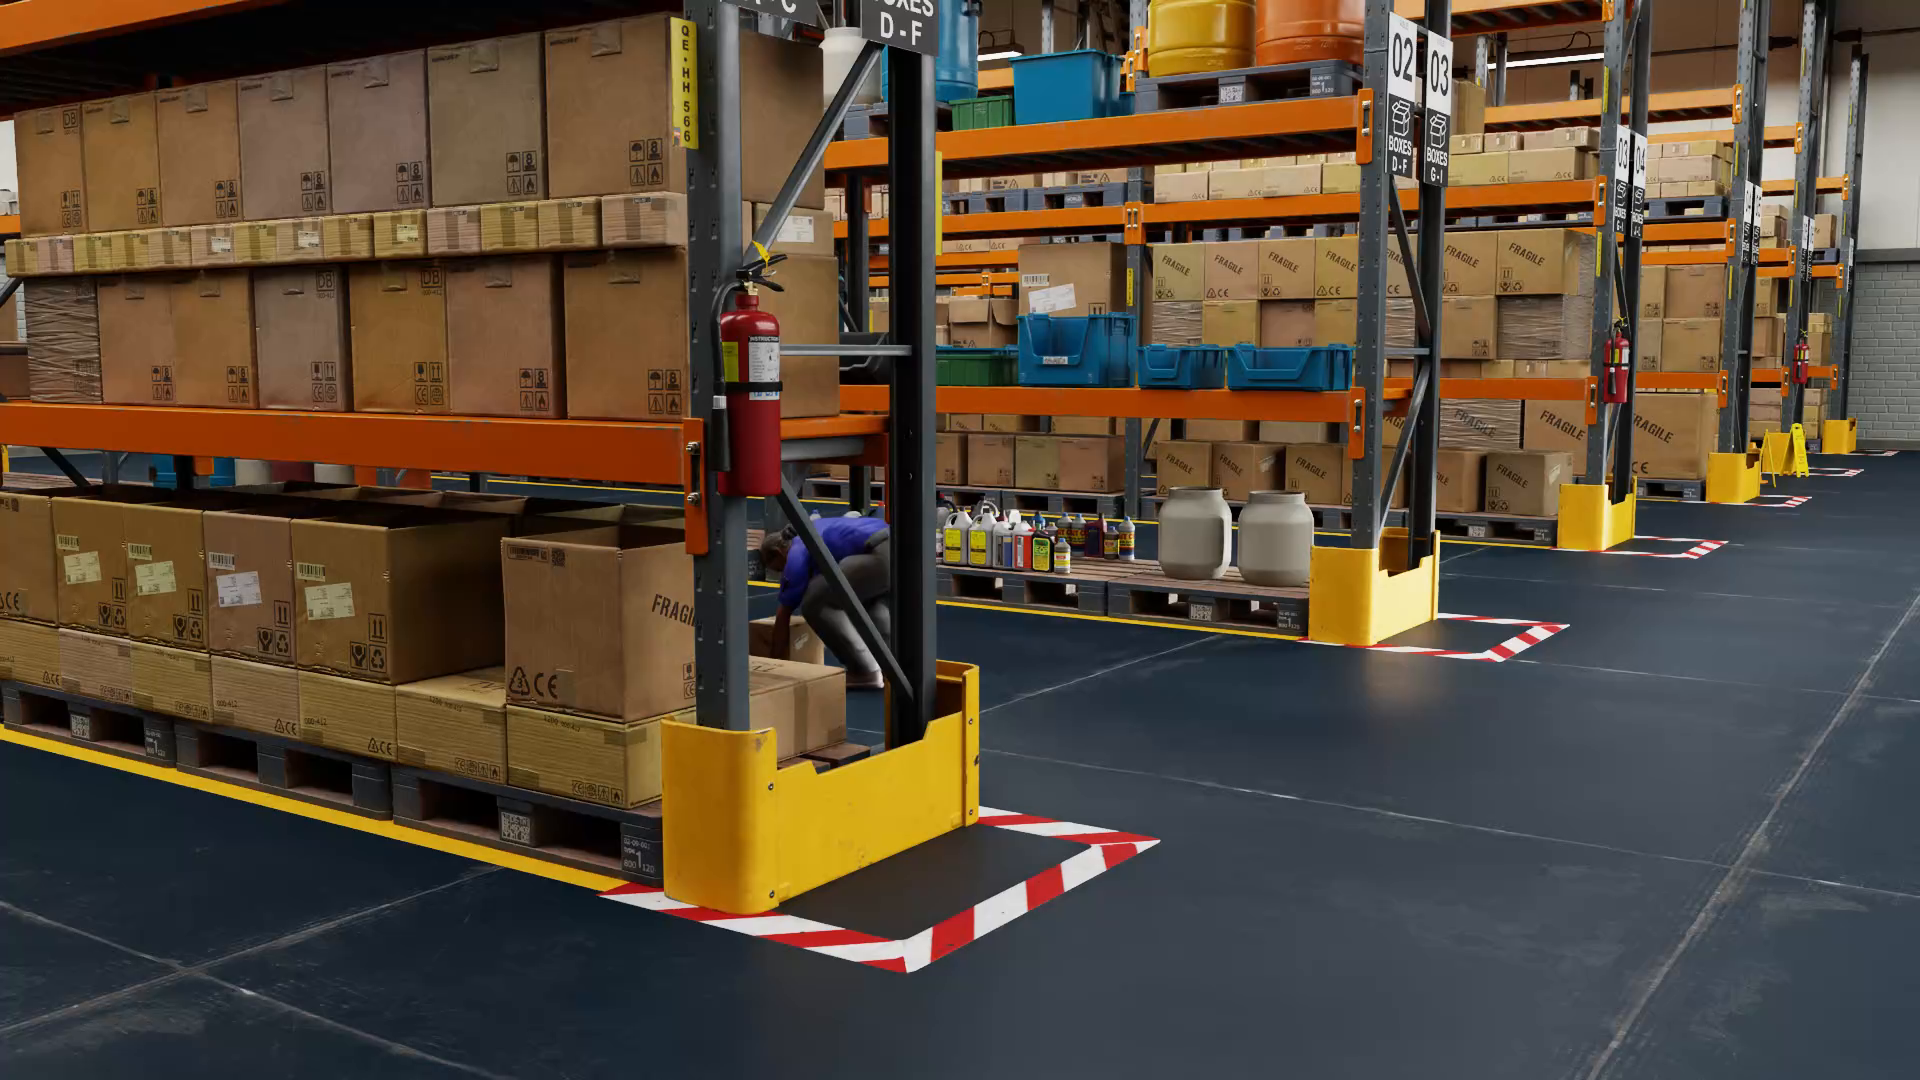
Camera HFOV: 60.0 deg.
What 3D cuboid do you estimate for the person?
[{"bbox_3d":[-0.541,0.284,7.632,0.873,0.777,0.470,4,8,31],"label":"person"}]
